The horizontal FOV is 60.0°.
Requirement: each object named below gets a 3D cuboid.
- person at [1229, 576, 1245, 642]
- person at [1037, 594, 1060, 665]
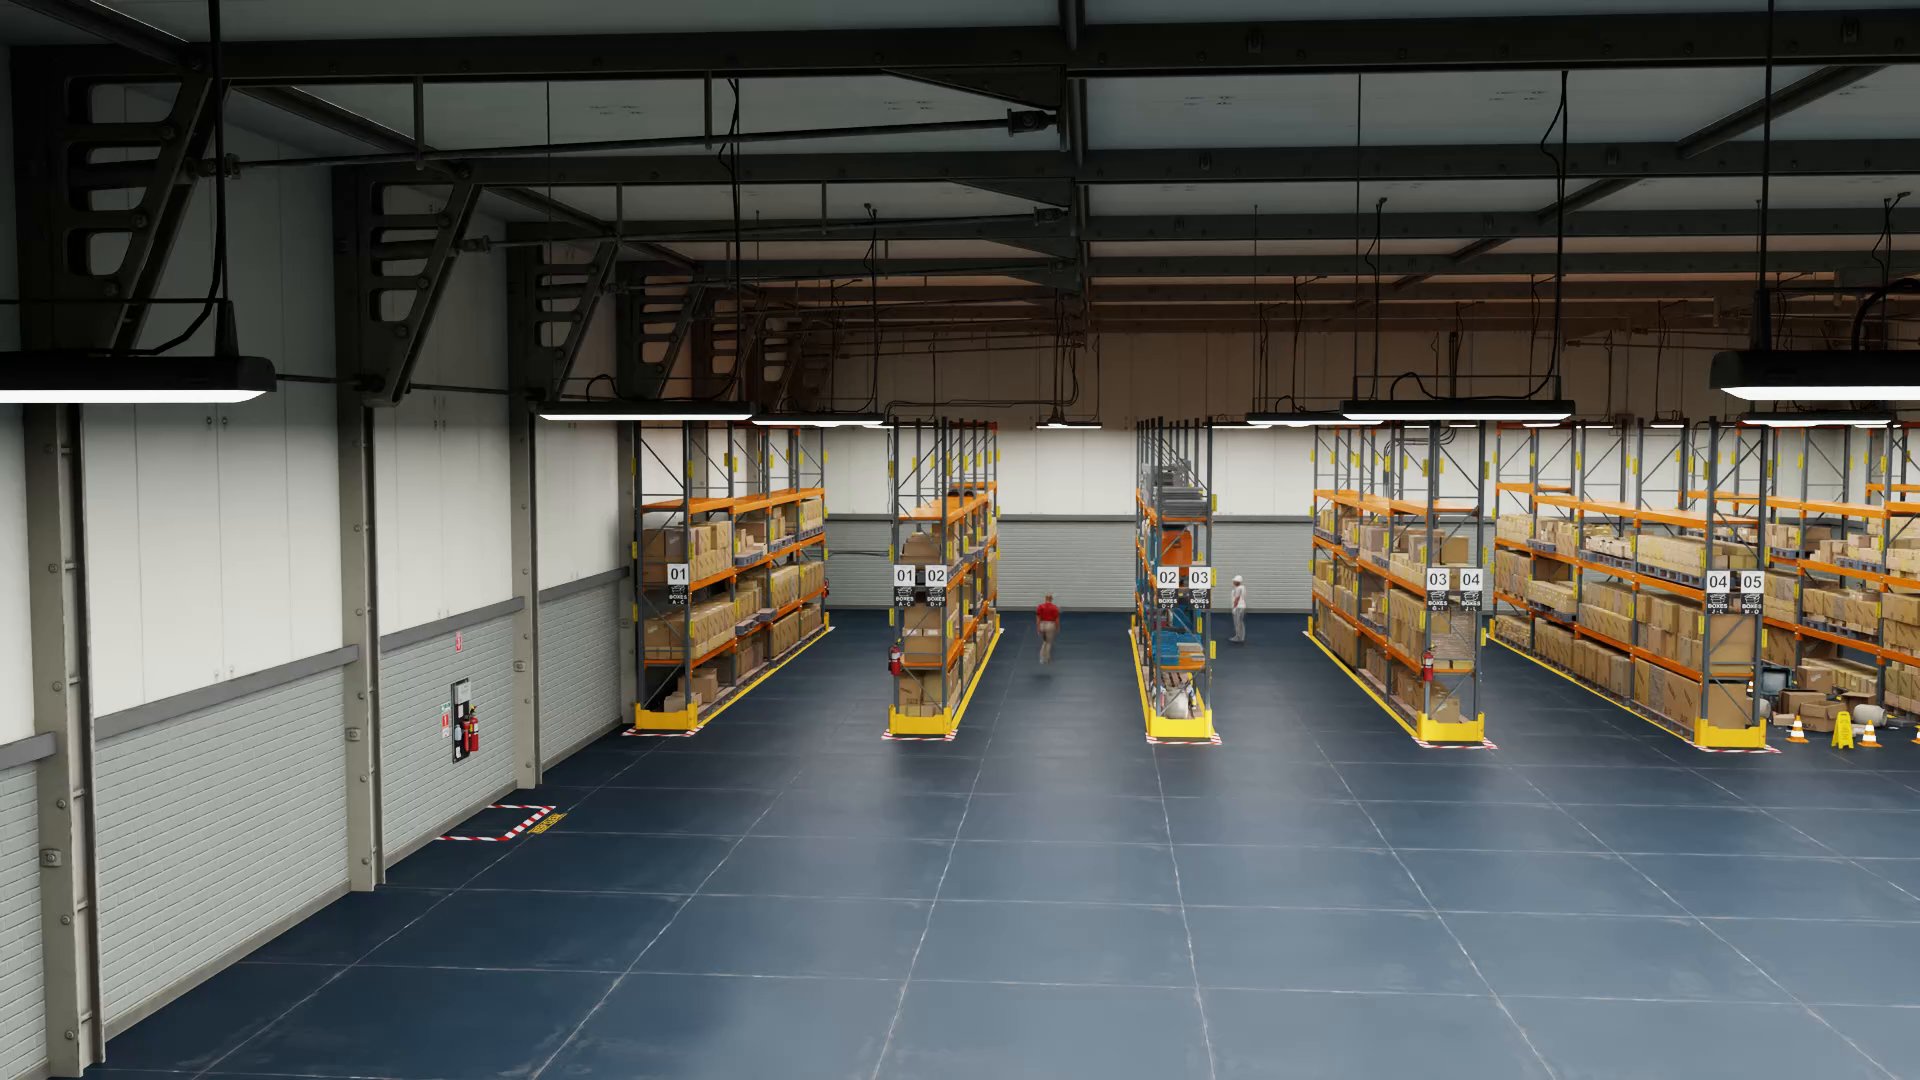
[{"bbox_3d":[7.557,1.864,45.311,0.395,1.797,0.643,2,4,25],"label":"person"},{"bbox_3d":[2.143,2.143,39.765,0.535,1.745,0.522,4,5,44],"label":"person"}]
